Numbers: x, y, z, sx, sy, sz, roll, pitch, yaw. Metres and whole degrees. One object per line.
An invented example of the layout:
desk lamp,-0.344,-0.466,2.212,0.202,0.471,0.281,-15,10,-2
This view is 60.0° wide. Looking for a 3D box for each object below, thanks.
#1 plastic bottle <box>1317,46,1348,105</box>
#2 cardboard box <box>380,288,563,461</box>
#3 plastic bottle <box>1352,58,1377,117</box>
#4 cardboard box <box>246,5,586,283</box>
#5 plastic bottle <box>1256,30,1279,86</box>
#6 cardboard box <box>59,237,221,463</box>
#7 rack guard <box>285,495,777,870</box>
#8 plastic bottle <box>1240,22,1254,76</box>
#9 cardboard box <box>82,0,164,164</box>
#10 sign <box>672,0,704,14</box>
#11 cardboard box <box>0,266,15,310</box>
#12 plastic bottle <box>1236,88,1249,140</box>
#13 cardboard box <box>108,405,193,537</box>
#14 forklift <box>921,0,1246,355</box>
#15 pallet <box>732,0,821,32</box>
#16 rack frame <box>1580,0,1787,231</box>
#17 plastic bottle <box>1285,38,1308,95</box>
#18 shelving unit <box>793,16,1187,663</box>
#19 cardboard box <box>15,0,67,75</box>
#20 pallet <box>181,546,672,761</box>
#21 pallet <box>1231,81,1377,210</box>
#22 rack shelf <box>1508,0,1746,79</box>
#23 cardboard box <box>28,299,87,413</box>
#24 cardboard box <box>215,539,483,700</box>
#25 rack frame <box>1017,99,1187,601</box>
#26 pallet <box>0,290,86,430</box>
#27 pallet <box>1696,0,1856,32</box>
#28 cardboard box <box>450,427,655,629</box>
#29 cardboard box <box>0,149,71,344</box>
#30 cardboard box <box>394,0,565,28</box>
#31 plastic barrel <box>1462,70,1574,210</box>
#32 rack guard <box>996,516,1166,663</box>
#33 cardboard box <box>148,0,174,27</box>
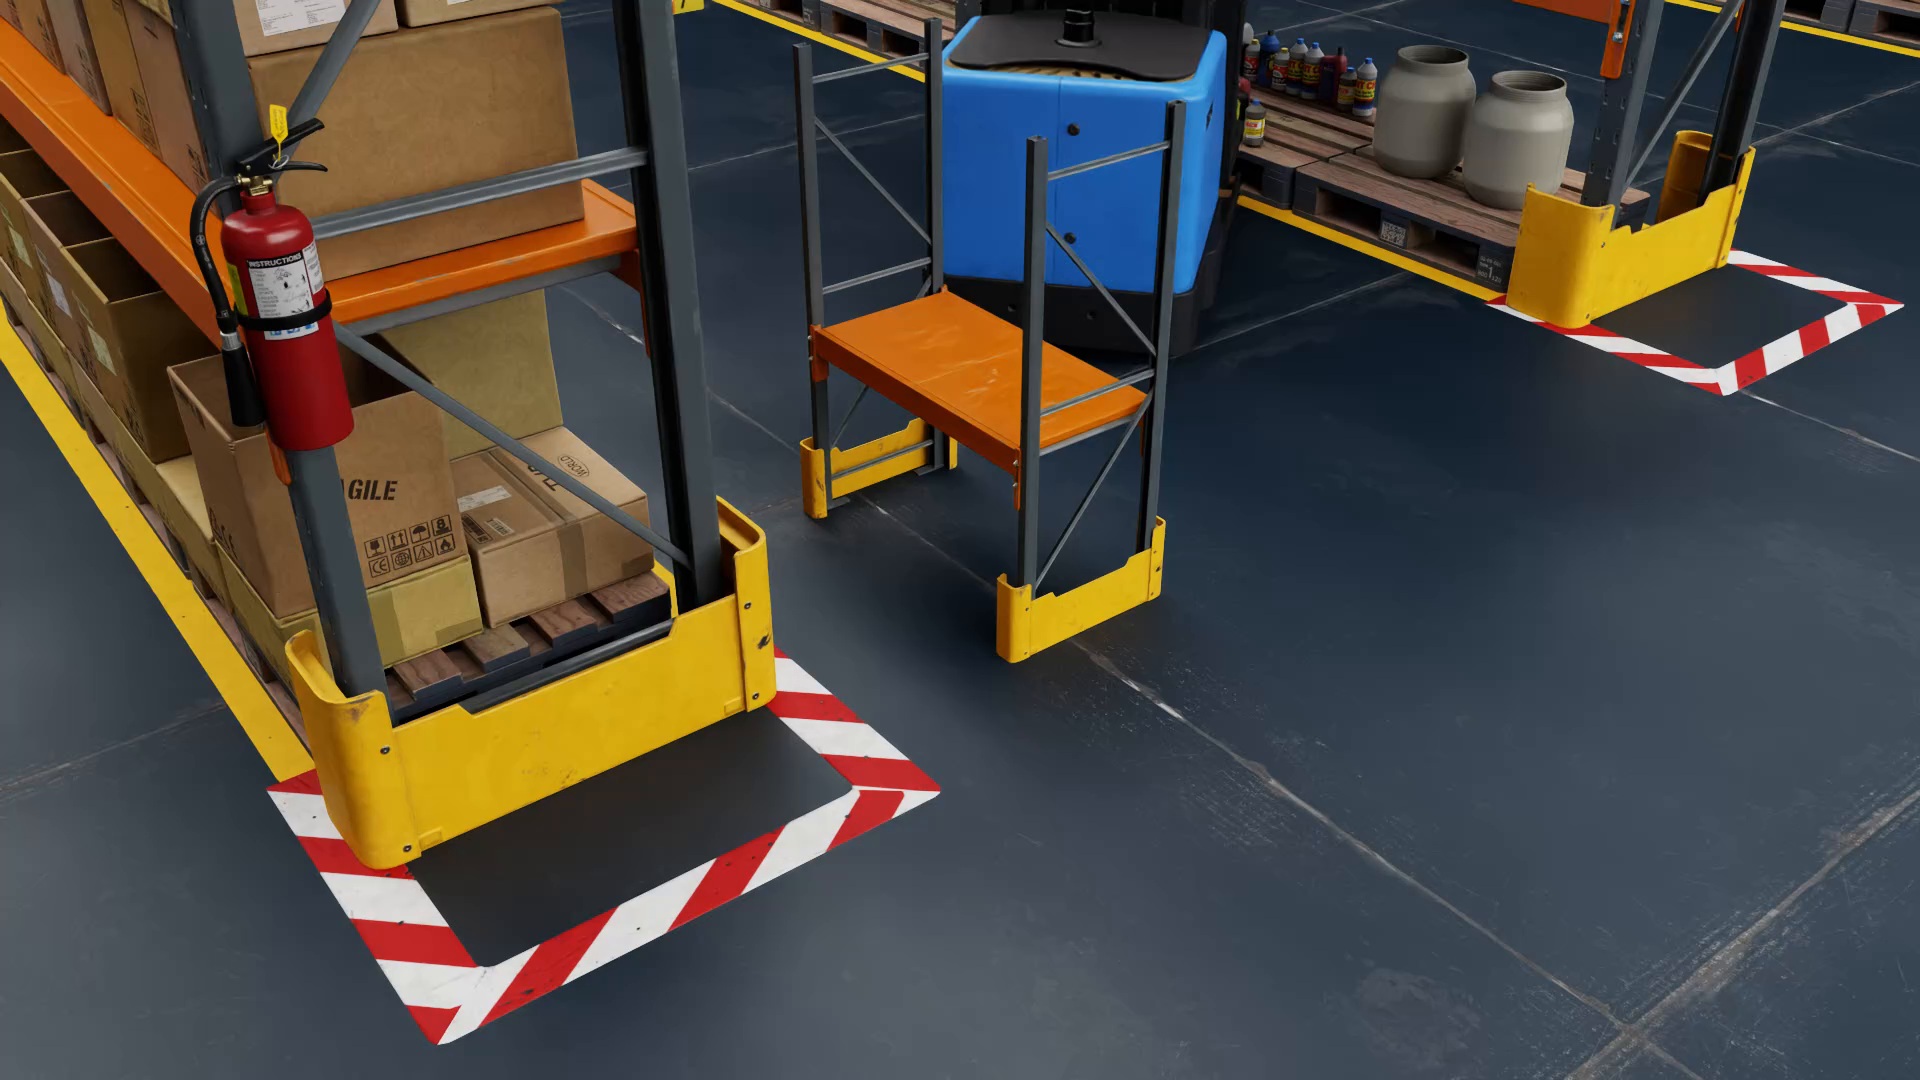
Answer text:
plastic bottle,1.865,-2.332,8.320,0.061,0.283,0.133,-22,38,-31
cardboard box,-1.521,-0.574,4.828,0.500,0.500,0.500,-22,38,-31
plastic bottle,1.990,-2.227,8.161,0.097,0.271,0.097,0,32,0
cardboard box,-1.336,-0.983,3.895,0.700,0.500,0.500,-22,38,-31
plastic bottle,1.594,-2.496,8.595,0.097,0.271,0.097,0,32,0
cardboard box,-2.248,-0.610,4.886,0.500,0.500,0.500,-22,38,-31
rack guard,-1.045,0.330,4.244,1.175,0.500,0.348,-22,38,-31
plastic bottle,1.437,-2.581,8.727,0.152,0.276,0.135,-22,38,-31
cardboard box,-1.961,-1.409,4.581,0.700,0.500,0.500,-22,38,-31
sign,-0.617,-1.320,3.637,0.100,0.325,0.005,-22,38,-31
cardboard box,-3.468,-1.128,6.431,0.500,0.250,0.500,-22,38,-31
plastic bottle,1.297,-2.042,7.852,0.061,0.283,0.133,-21,38,-30
cardboard box,-2.246,-0.292,5.085,0.500,0.250,0.500,-22,38,-31
forklift,0.684,-2.705,6.827,1.130,2.935,3.031,7,33,11
pallet,-0.862,-3.649,10.925,1.003,0.211,1.213,-22,38,-31
rack frame,2.855,-2.343,6.179,1.000,3.000,0.127,-22,38,-31
plastic bottle,1.718,-2.411,8.459,0.097,0.271,0.097,0,32,0
shelving unit,0.047,-0.605,4.803,0.587,1.500,1.083,-22,38,-31
cardboard box,-2.602,-1.840,5.275,0.700,0.500,0.500,-22,38,-31
pallet,-1.562,0.138,4.828,1.003,0.211,1.213,-22,38,-31
pallet,1.534,-2.023,8.307,1.003,0.211,1.213,-22,38,-31
rack shelf,1.629,-2.871,7.711,1.077,0.370,4.000,-22,38,-31
cardboard box,-2.862,-0.708,5.754,0.500,0.250,0.500,-22,38,-31
cardboard box,-1.622,0.120,4.422,0.500,0.250,0.500,-22,38,-31
rack frame,0.364,-0.390,4.456,0.500,1.500,0.032,-22,38,-31
pallet,-3.058,-0.879,6.465,1.003,0.211,1.213,-22,38,-31
pallet,5.507,-3.650,10.927,1.003,0.211,1.213,-22,38,-31
cardboard box,-1.213,-0.047,4.691,0.500,0.250,0.500,-22,38,-31
cardboard box,-2.862,-1.026,5.557,0.500,0.500,0.500,-22,38,-31
cardboard box,-1.130,-1.293,3.779,0.380,0.149,0.250,-23,38,-32
plastic barrel,2.392,-1.714,7.126,0.421,0.512,0.421,0,32,0
rack guard,0.352,0.133,4.799,0.587,0.250,0.087,-22,38,-31
cardboard box,-1.606,-1.266,3.736,0.380,0.149,0.250,-21,38,-30
